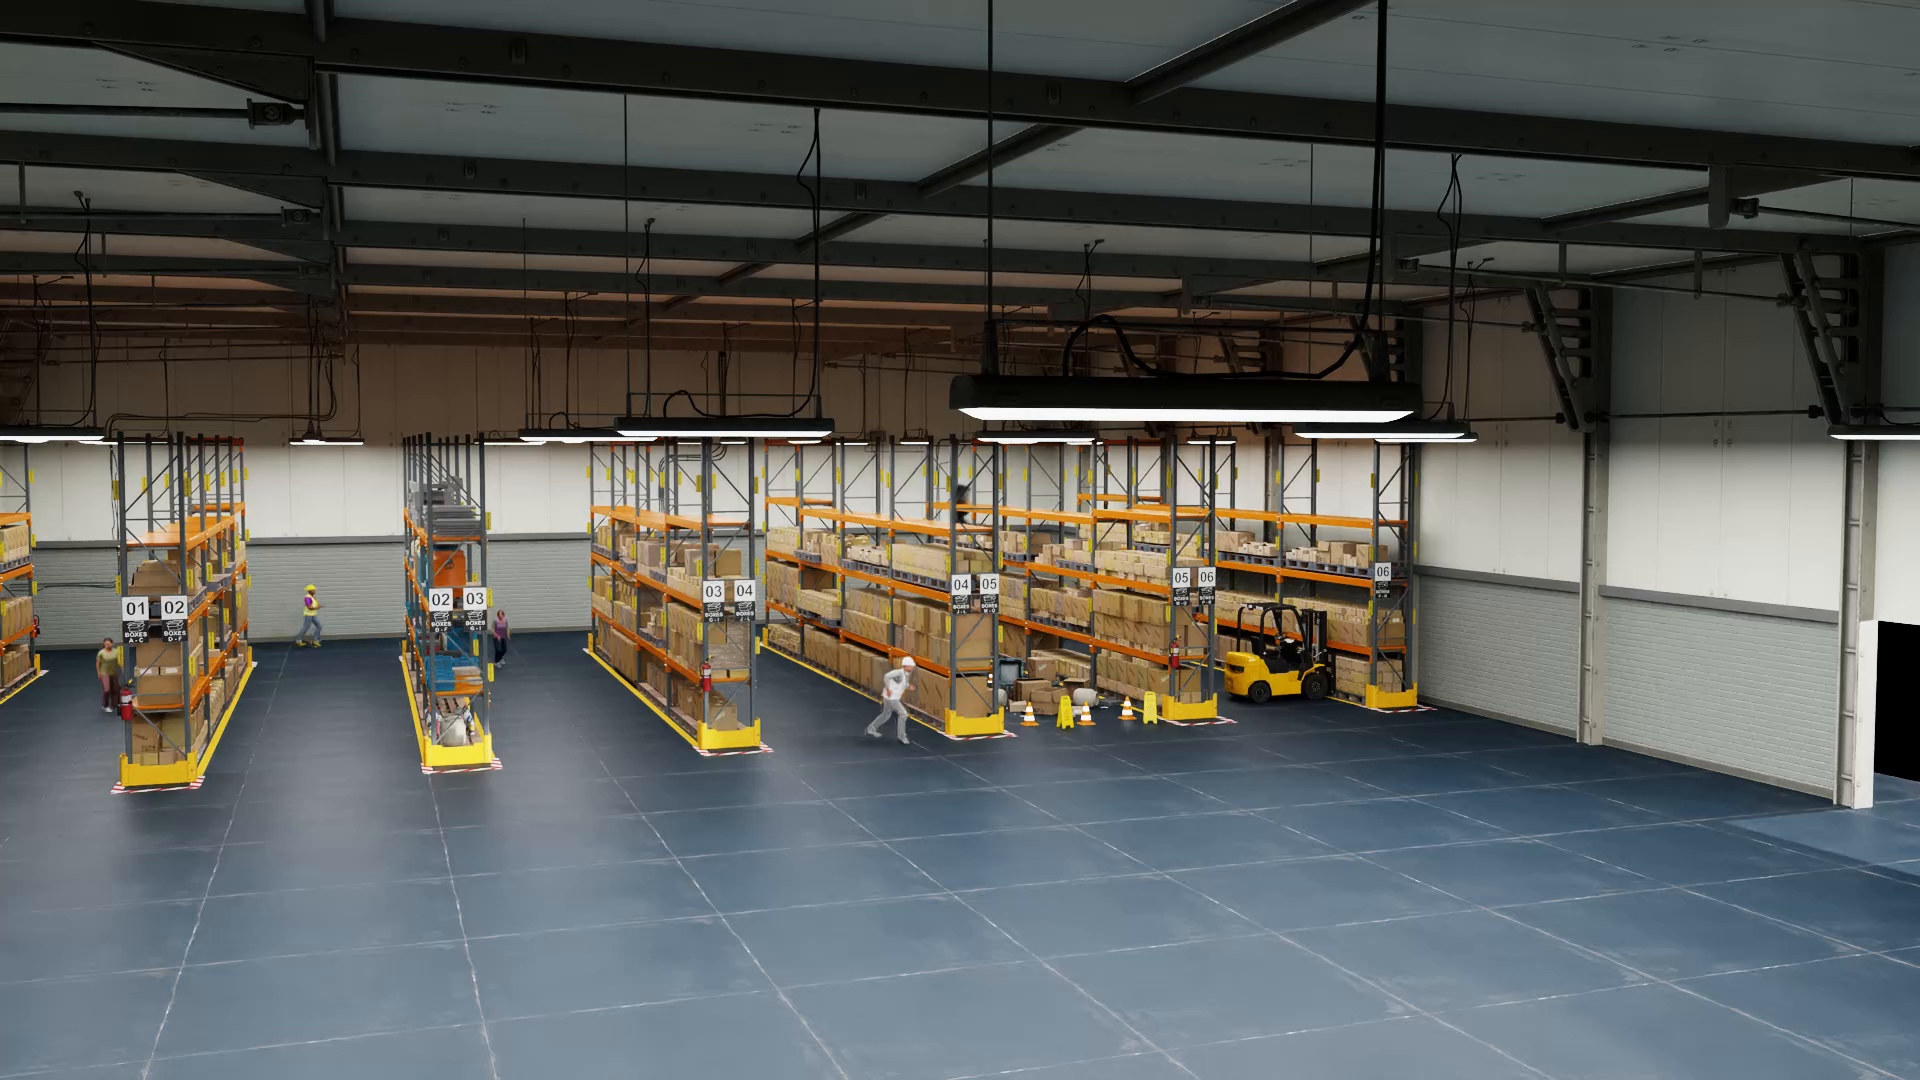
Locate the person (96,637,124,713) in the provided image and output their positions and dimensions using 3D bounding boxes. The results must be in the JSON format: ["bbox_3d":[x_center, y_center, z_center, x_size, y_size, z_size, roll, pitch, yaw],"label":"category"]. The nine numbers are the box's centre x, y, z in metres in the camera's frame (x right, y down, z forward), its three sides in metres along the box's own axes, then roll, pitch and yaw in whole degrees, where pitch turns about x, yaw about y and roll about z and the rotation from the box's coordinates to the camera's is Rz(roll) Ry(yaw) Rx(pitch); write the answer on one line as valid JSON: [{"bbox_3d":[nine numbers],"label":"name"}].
[{"bbox_3d":[-18.412,2.912,36.029,0.585,1.644,0.544,2,4,37],"label":"person"}]

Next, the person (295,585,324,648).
[{"bbox_3d":[-18.615,2.202,47.655,0.852,1.824,0.670,0,3,0],"label":"person"}]

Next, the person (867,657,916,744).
[{"bbox_3d":[-1.338,3.119,32.302,1.031,1.730,0.699,1,3,17],"label":"person"}]

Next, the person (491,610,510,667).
[{"bbox_3d":[-12.053,2.566,43.444,0.509,1.520,0.683,-3,4,-39],"label":"person"}]
